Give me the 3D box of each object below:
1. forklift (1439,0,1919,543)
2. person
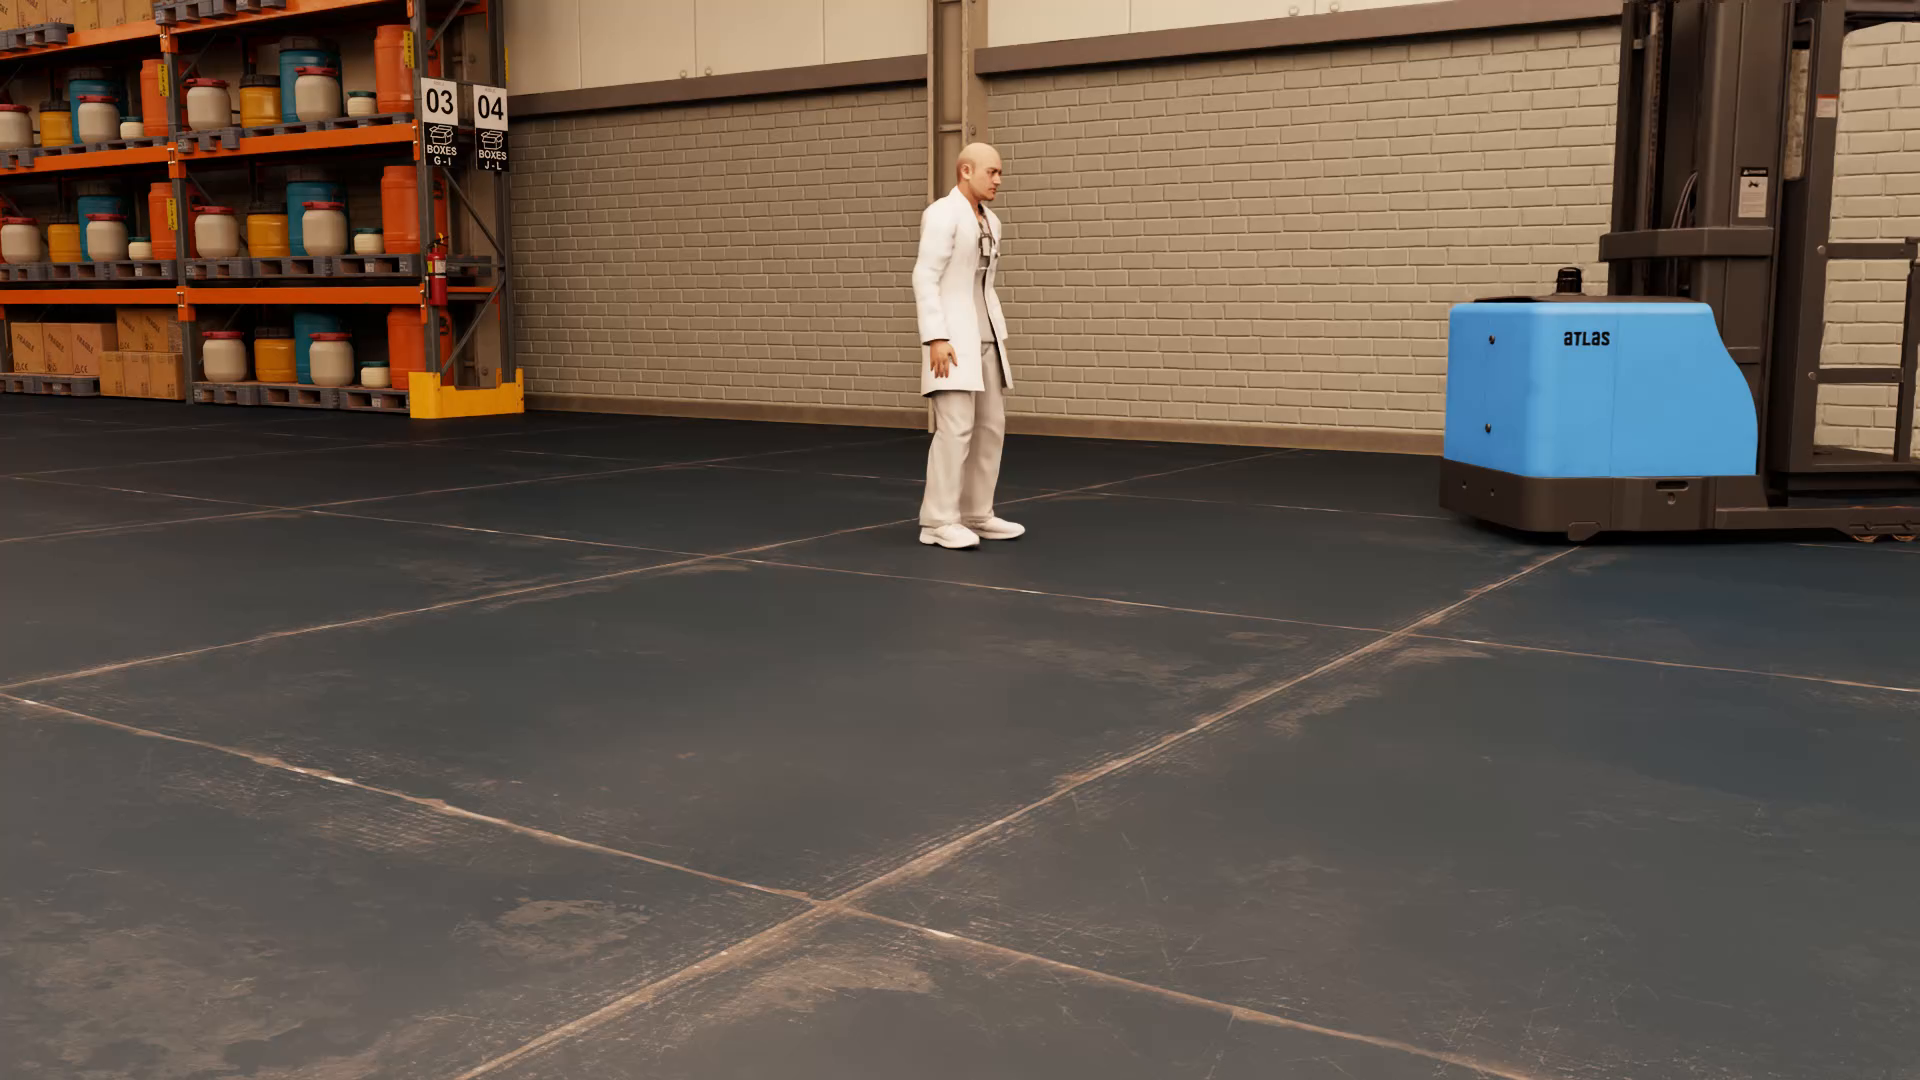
[{"bbox_3d":[3.937,-1.512,7.828,3.031,2.935,1.130,-1,8,-7],"label":"forklift"},{"bbox_3d":[0.032,-0.876,7.469,0.431,1.773,0.644,5,10,32],"label":"person"}]
